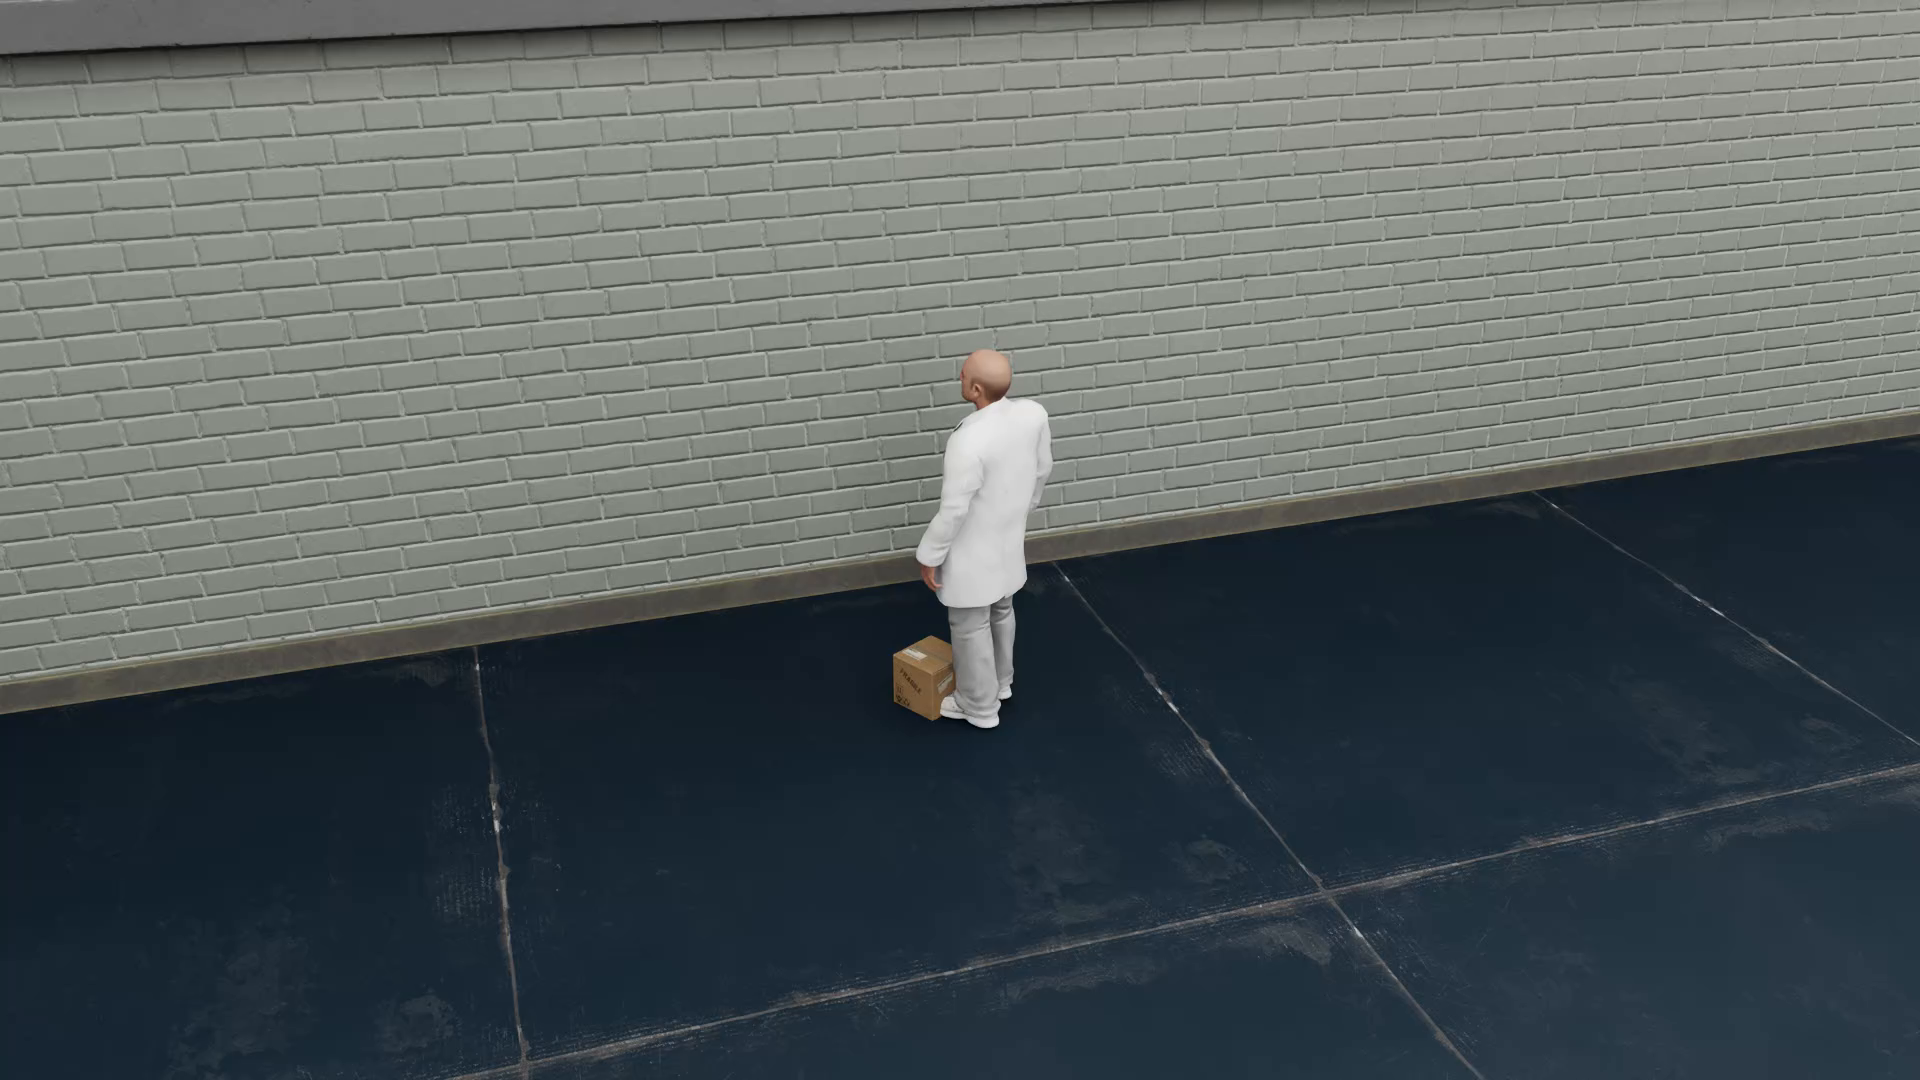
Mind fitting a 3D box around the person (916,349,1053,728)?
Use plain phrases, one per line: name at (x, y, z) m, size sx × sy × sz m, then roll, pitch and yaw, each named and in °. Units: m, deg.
person at (0.026, -0.020, 7.150) m, size 0.580 × 1.777 × 0.698 m, roll 23°, pitch 34°, yaw 38°
